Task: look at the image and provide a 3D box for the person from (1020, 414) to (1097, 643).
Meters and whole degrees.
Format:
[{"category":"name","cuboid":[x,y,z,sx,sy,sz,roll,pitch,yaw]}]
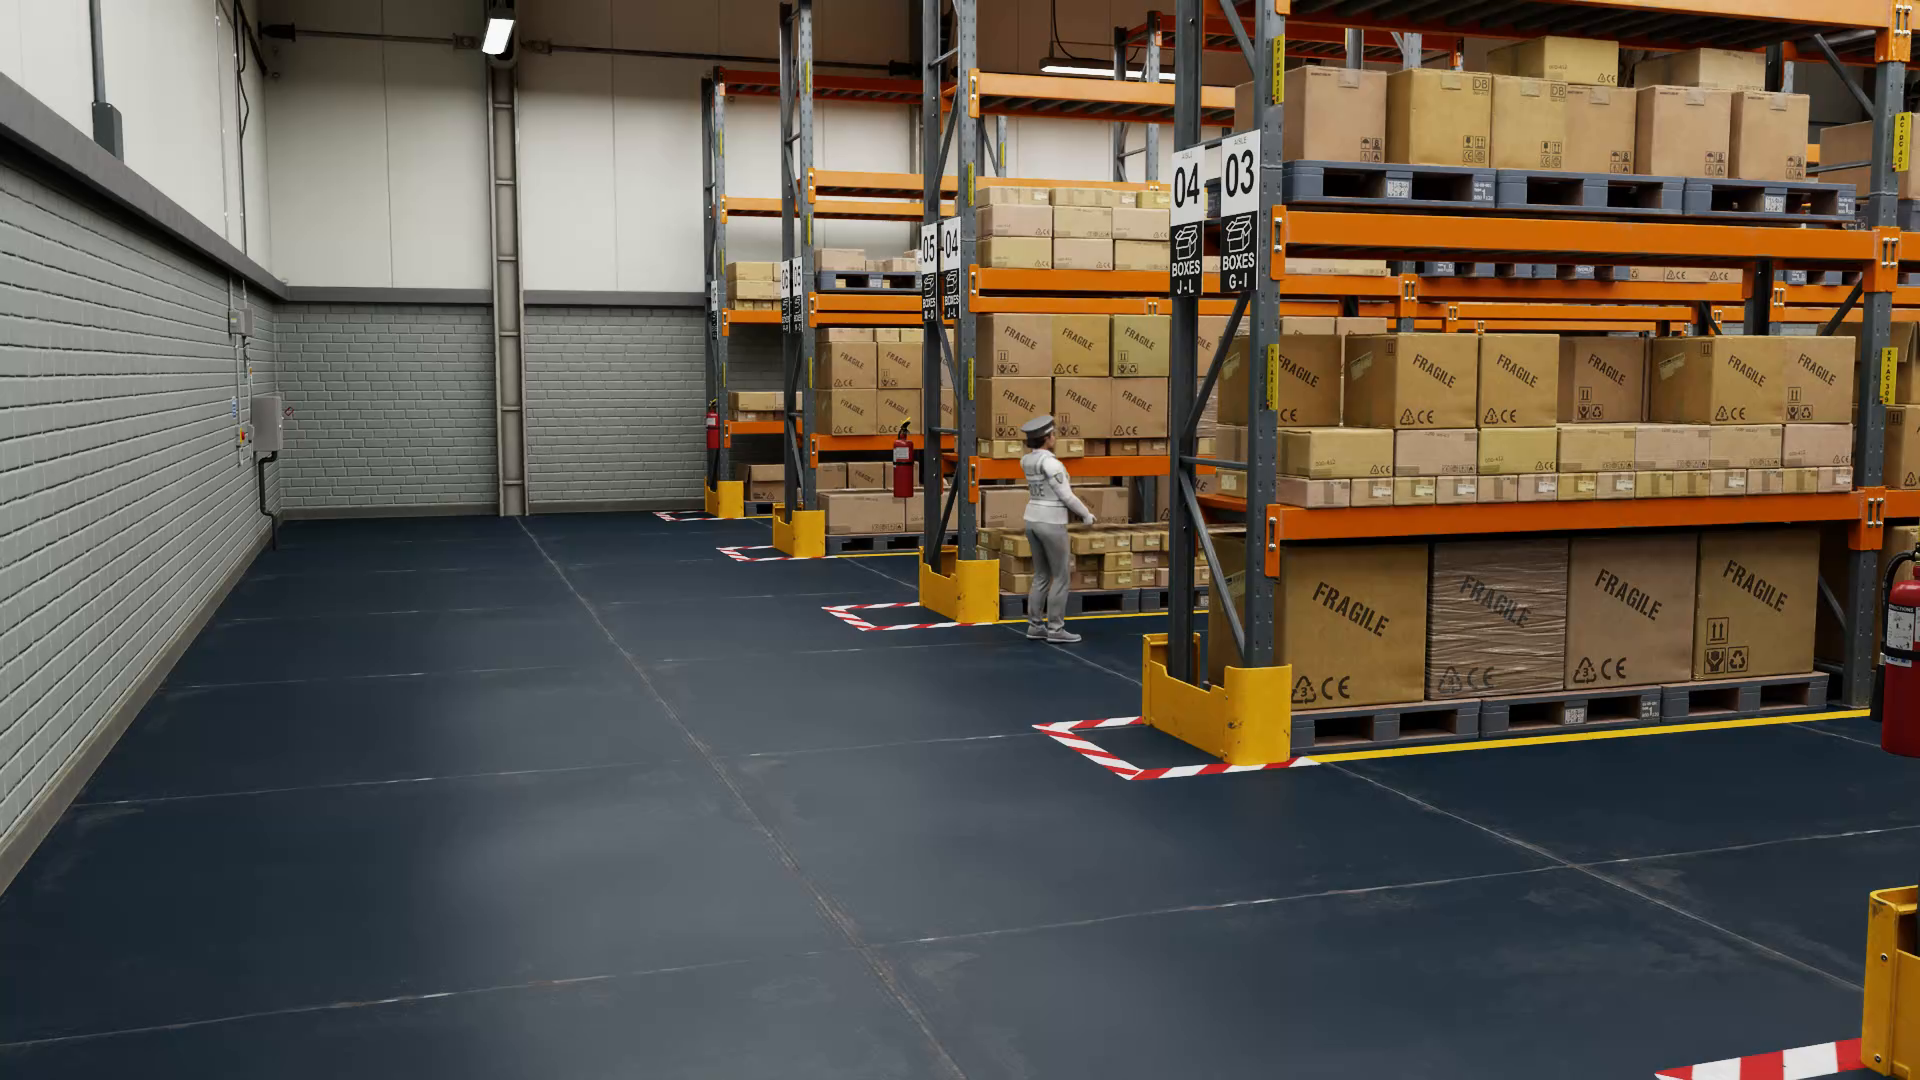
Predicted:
[{"category":"person","cuboid":[0.711,-0.087,12.309,0.546,1.687,0.459,-3,7,-27]}]
